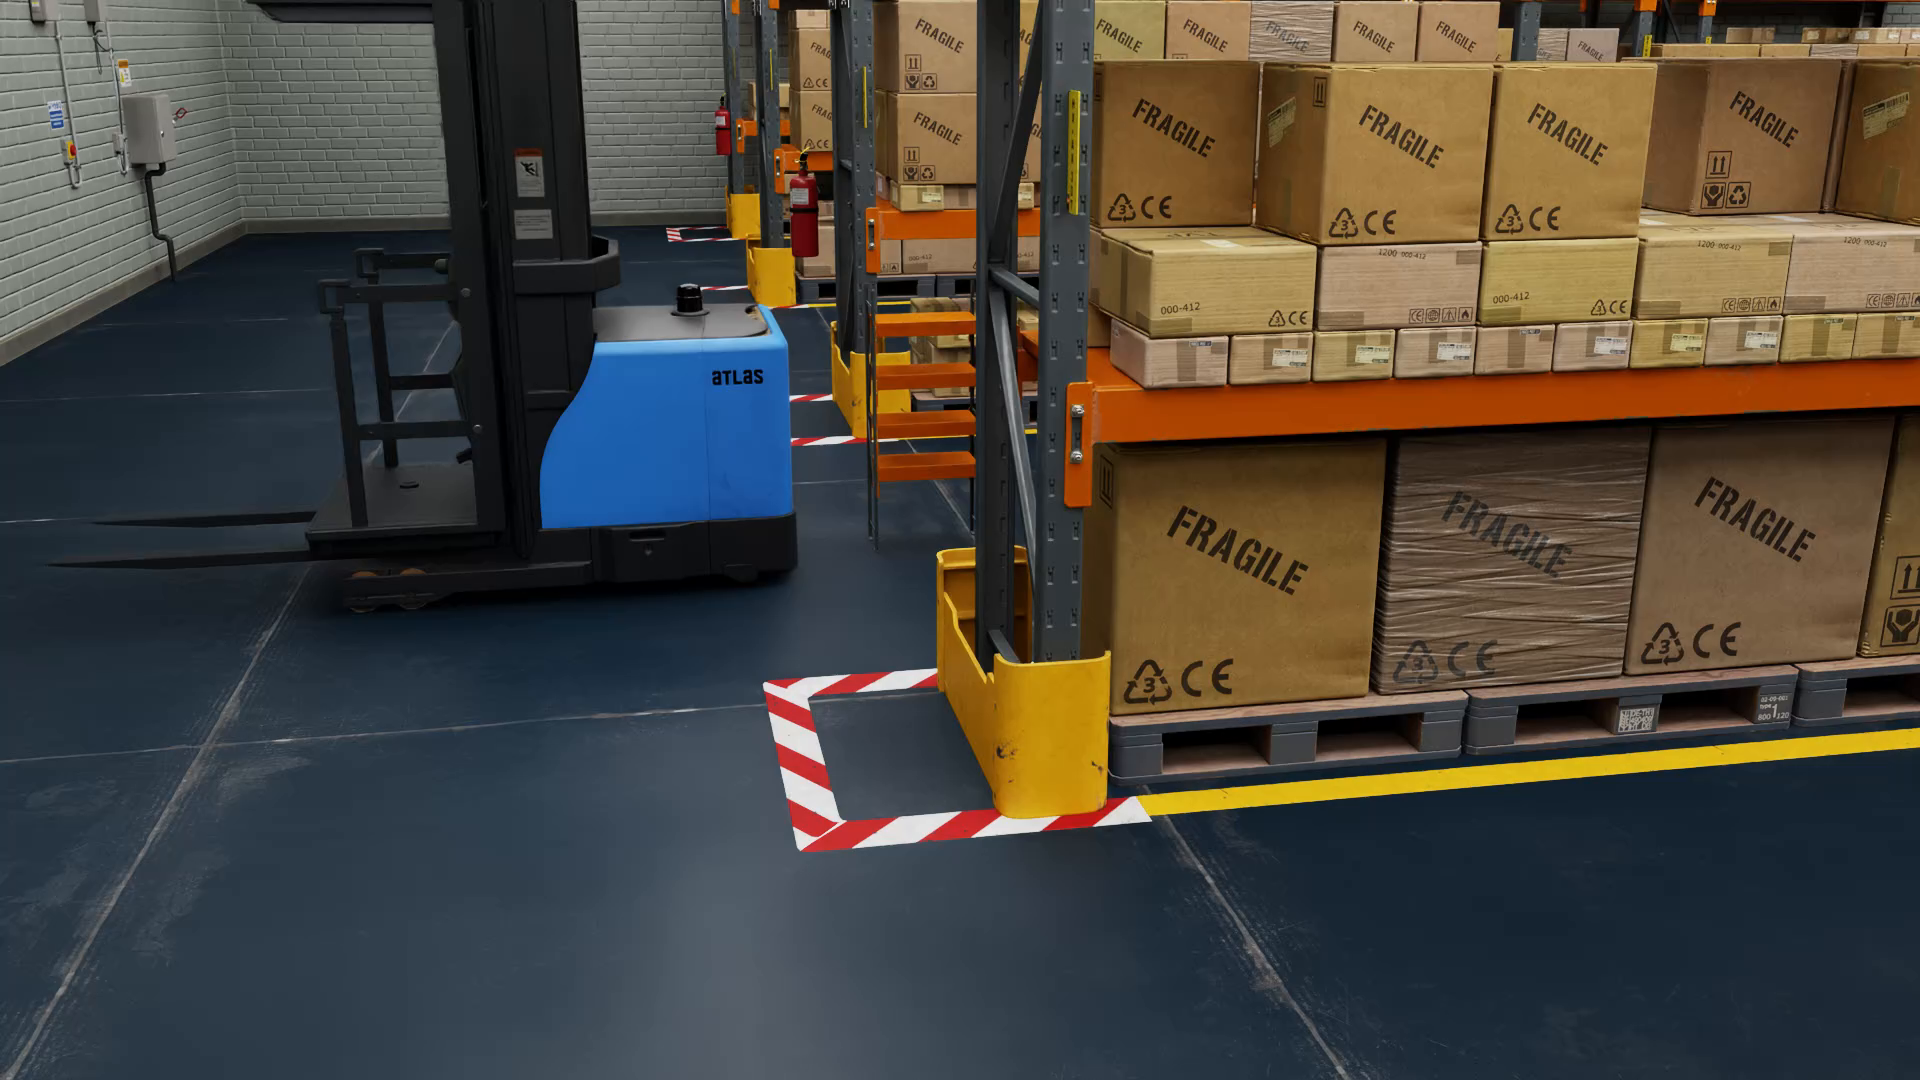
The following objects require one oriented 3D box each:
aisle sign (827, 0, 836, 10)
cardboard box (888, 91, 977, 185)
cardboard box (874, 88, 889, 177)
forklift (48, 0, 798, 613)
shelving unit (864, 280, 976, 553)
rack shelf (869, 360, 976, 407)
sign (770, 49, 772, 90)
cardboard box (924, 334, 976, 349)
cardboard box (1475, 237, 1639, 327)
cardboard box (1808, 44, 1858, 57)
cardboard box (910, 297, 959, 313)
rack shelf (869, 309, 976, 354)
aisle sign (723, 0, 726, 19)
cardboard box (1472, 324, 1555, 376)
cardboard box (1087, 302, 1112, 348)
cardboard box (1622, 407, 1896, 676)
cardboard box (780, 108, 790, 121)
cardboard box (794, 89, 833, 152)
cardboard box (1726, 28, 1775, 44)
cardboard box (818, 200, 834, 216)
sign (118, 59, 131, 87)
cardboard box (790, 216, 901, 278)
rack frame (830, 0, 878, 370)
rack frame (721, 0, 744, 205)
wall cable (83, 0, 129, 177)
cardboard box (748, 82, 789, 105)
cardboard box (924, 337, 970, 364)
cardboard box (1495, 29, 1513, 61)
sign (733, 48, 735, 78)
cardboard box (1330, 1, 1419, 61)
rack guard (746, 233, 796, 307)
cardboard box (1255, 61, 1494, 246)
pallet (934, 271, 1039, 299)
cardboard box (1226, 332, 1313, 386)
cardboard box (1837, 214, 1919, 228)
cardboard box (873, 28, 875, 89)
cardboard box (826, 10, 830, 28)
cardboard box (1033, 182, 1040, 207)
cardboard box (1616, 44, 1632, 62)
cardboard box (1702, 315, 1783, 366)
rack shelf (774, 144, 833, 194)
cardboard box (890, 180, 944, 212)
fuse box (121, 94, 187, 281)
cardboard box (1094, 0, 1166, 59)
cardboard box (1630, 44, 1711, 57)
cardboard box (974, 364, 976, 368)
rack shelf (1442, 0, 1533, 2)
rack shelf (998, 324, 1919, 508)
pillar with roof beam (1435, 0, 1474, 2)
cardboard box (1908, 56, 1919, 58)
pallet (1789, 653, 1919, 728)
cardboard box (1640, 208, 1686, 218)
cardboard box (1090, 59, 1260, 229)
[{"bbox_3d":[-0.761,-3.522,9.744,0.004,0.787,0.394,-3,17,-10],"label":"aisle sign"},{"bbox_3d":[-0.139,-2.333,9.621,0.500,0.500,0.500,-2,17,-8],"label":"cardboard box"},{"bbox_3d":[-0.240,-2.487,10.122,0.500,0.500,0.500,-3,17,-9],"label":"cardboard box"},{"bbox_3d":[-2.275,-1.271,6.958,3.031,2.935,1.130,-3,17,-11],"label":"forklift"},{"bbox_3d":[-0.163,-0.564,7.606,0.503,1.200,0.258,-3,17,-10],"label":"shelving unit"},{"bbox_3d":[-0.163,-0.714,7.560,0.480,0.148,0.258,-3,17,-10],"label":"rack shelf"},{"bbox_3d":[-1.571,-3.910,13.824,0.005,0.325,0.100,-3,17,-10],"label":"sign"},{"bbox_3d":[-0.054,-1.251,9.903,0.250,0.149,0.380,-4,18,-13],"label":"cardboard box"},{"bbox_3d":[1.735,-0.839,5.184,0.500,0.250,0.500,-4,17,-12],"label":"cardboard box"},{"bbox_3d":[8.193,-4.502,15.967,0.500,0.500,0.500,-4,18,-13],"label":"cardboard box"},{"bbox_3d":[-0.161,-1.422,10.460,0.250,0.149,0.380,-3,17,-10],"label":"cardboard box"},{"bbox_3d":[-0.163,-0.940,7.490,0.480,0.148,0.258,-3,17,-10],"label":"rack shelf"},{"bbox_3d":[-2.627,-6.204,18.473,0.004,0.787,0.394,-3,17,-10],"label":"aisle sign"},{"bbox_3d":[1.629,-0.624,5.163,0.250,0.149,0.380,-4,17,-12],"label":"cardboard box"},{"bbox_3d":[0.496,-0.757,5.594,0.250,0.149,0.380,-3,17,-9],"label":"cardboard box"},{"bbox_3d":[2.590,-0.106,5.951,0.875,0.875,0.875,-3,17,-10],"label":"cardboard box"},{"bbox_3d":[-2.000,-4.896,19.071,0.250,0.149,0.380,-3,17,-9],"label":"cardboard box"},{"bbox_3d":[-1.145,-3.610,14.288,0.500,0.500,0.500,-3,17,-11],"label":"cardboard box"},{"bbox_3d":[7.737,-4.938,16.282,0.250,0.149,0.380,-4,18,-13],"label":"cardboard box"},{"bbox_3d":[-1.573,-3.907,19.562,0.250,0.149,0.380,-4,18,-13],"label":"cardboard box"},{"bbox_3d":[-7.651,-4.279,15.227,0.001,0.242,0.339,-3,17,-10],"label":"sign"},{"bbox_3d":[-1.042,-2.660,15.013,0.875,0.438,0.875,-4,17,-12],"label":"cardboard box"},{"bbox_3d":[-0.633,-2.197,9.857,0.127,3.000,1.000,-3,17,-10],"label":"rack frame"},{"bbox_3d":[-2.616,-5.049,19.143,0.127,3.000,1.000,-3,17,-10],"label":"rack frame"},{"bbox_3d":[-7.483,-4.192,14.620,0.122,1.984,0.588,-3,17,-10],"label":"wall cable"},{"bbox_3d":[-2.215,-5.222,19.454,0.500,0.250,0.500,-3,17,-9],"label":"cardboard box"},{"bbox_3d":[-0.069,-1.133,10.024,0.250,0.149,0.380,-3,17,-8],"label":"cardboard box"},{"bbox_3d":[4.735,-4.429,15.250,0.500,0.500,0.500,-3,17,-10],"label":"cardboard box"},{"bbox_3d":[-2.513,-5.307,18.506,0.005,0.325,0.100,-3,17,-10],"label":"sign"},{"bbox_3d":[2.378,-2.954,9.939,0.500,0.500,0.500,-4,17,-12],"label":"cardboard box"},{"bbox_3d":[-1.694,-2.422,14.847,0.348,0.500,1.175,-3,17,-10],"label":"rack guard"},{"bbox_3d":[1.223,-1.168,4.976,0.500,0.500,0.500,-4,17,-12],"label":"cardboard box"},{"bbox_3d":[0.295,-2.420,15.330,1.213,0.211,1.003,-3,17,-10],"label":"pallet"},{"bbox_3d":[0.872,-0.581,5.023,0.250,0.149,0.380,-4,17,-11],"label":"cardboard box"},{"bbox_3d":[3.245,-0.925,5.465,0.500,0.250,0.500,-3,17,-9],"label":"cardboard box"},{"bbox_3d":[-0.640,-4.120,14.243,0.500,0.500,0.500,-4,17,-12],"label":"cardboard box"},{"bbox_3d":[-1.026,-4.430,14.147,0.250,0.149,0.380,-3,17,-9],"label":"cardboard box"},{"bbox_3d":[0.493,-2.080,9.904,0.250,0.149,0.380,-2,17,-8],"label":"cardboard box"},{"bbox_3d":[6.577,-4.560,16.159,0.500,0.500,0.500,-4,17,-12],"label":"cardboard box"},{"bbox_3d":[2.387,-0.668,5.304,0.250,0.149,0.380,-3,17,-10],"label":"cardboard box"},{"bbox_3d":[0.293,-3.386,14.953,4.000,0.370,1.077,-3,17,-10],"label":"rack shelf"},{"bbox_3d":[-0.252,-2.001,9.645,0.250,0.149,0.380,-3,17,-11],"label":"cardboard box"},{"bbox_3d":[-7.458,-3.296,15.627,0.414,1.711,0.539,-3,17,-10],"label":"fuse box"},{"bbox_3d":[0.868,-2.866,9.655,0.500,0.500,0.500,-4,17,-12],"label":"cardboard box"},{"bbox_3d":[6.670,-4.413,15.680,0.500,0.500,0.500,-4,17,-12],"label":"cardboard box"},{"bbox_3d":[0.184,-1.010,10.133,0.250,0.149,0.380,-3,17,-11],"label":"cardboard box"},{"bbox_3d":[1.331,-3.399,9.885,4.000,0.370,1.077,-3,17,-10],"label":"rack shelf"},{"bbox_3d":[2.173,-0.529,5.652,4.000,0.370,1.077,-3,17,-10],"label":"rack shelf"},{"bbox_3d":[7.164,-7.454,16.754,0.400,9.000,9.100,-3,17,-10],"label":"pillar with roof beam"},{"bbox_3d":[3.618,-1.461,5.930,0.500,0.500,0.500,-3,17,-10],"label":"cardboard box"},{"bbox_3d":[3.375,0.368,6.254,1.213,0.211,1.003,-3,17,-10],"label":"pallet"},{"bbox_3d":[2.143,-1.023,5.781,0.500,0.250,0.500,-3,17,-10],"label":"cardboard box"},{"bbox_3d":[0.638,-1.294,5.387,0.500,0.500,0.500,-3,17,-10],"label":"cardboard box"}]
